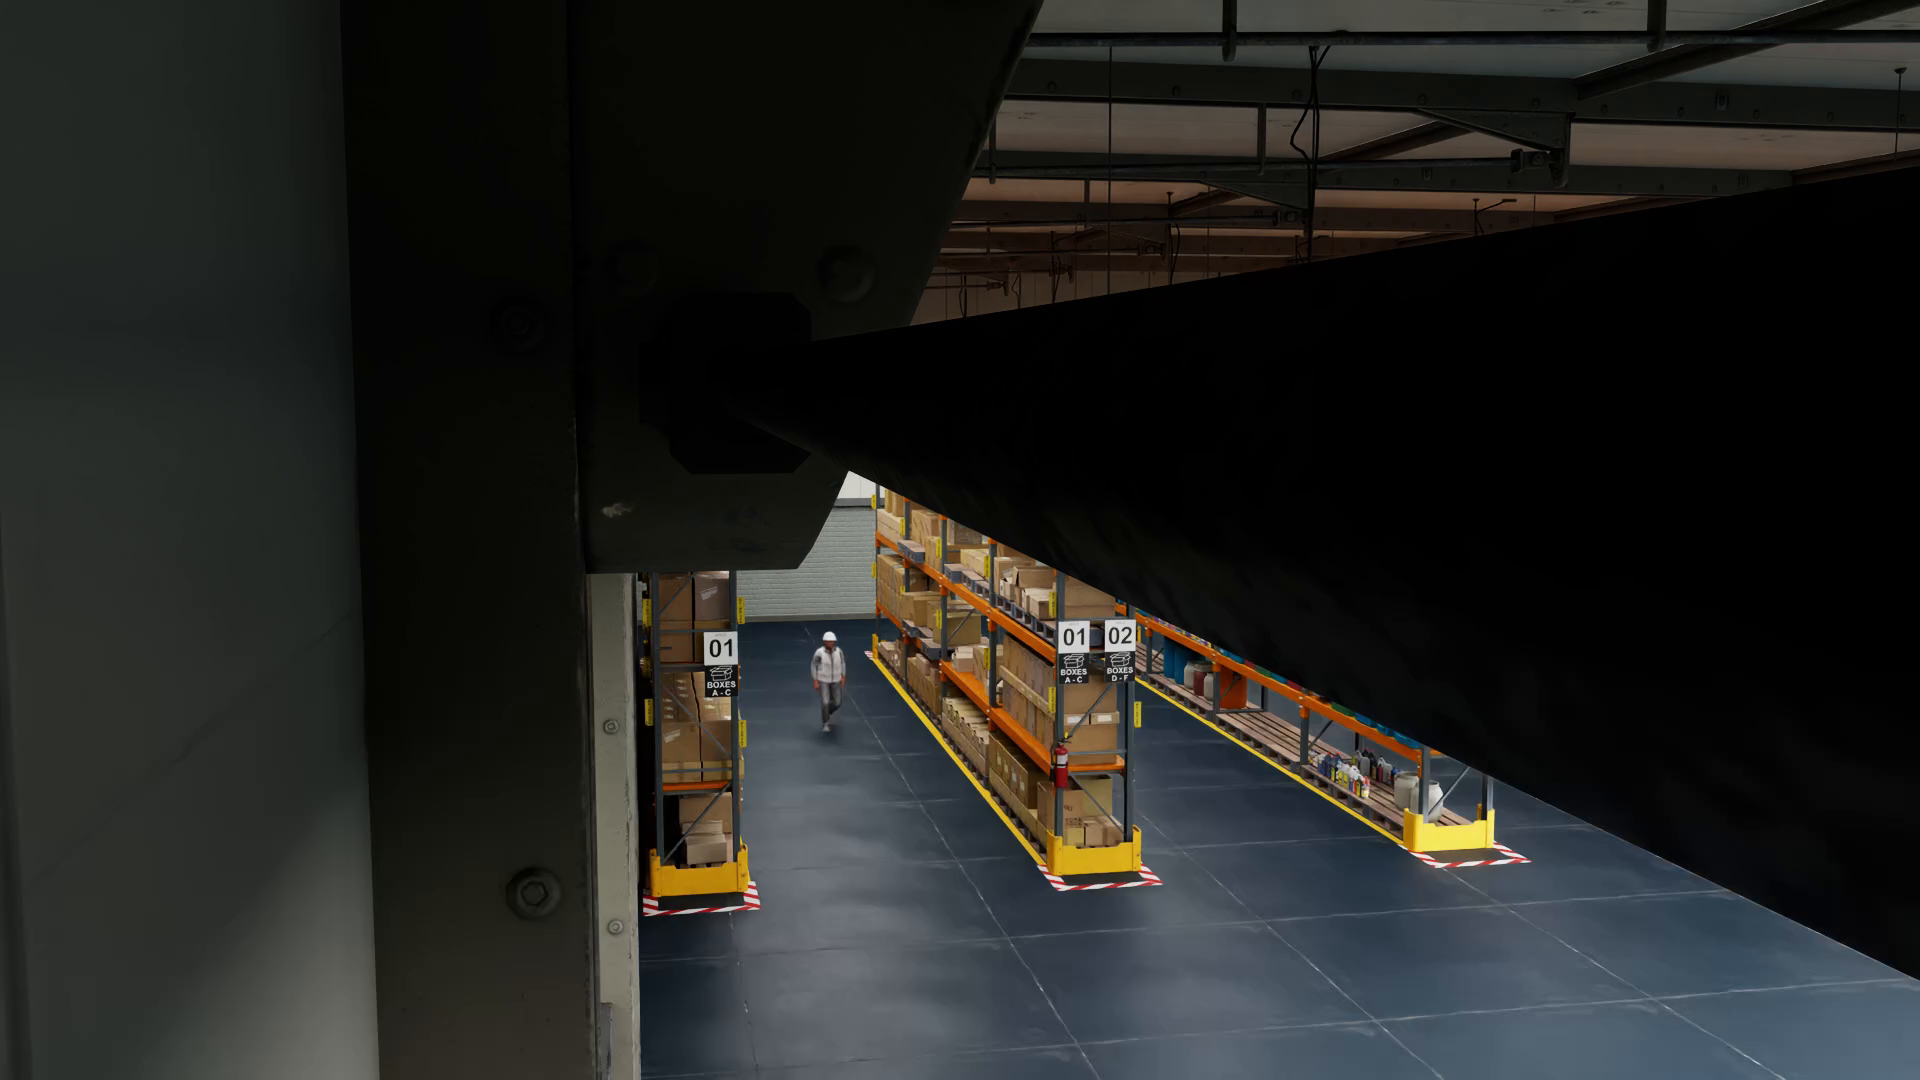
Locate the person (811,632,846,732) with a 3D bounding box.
[{"bbox_3d":[-2.325,2.468,29.255,0.632,1.755,0.571,-3,6,-24],"label":"person"}]
